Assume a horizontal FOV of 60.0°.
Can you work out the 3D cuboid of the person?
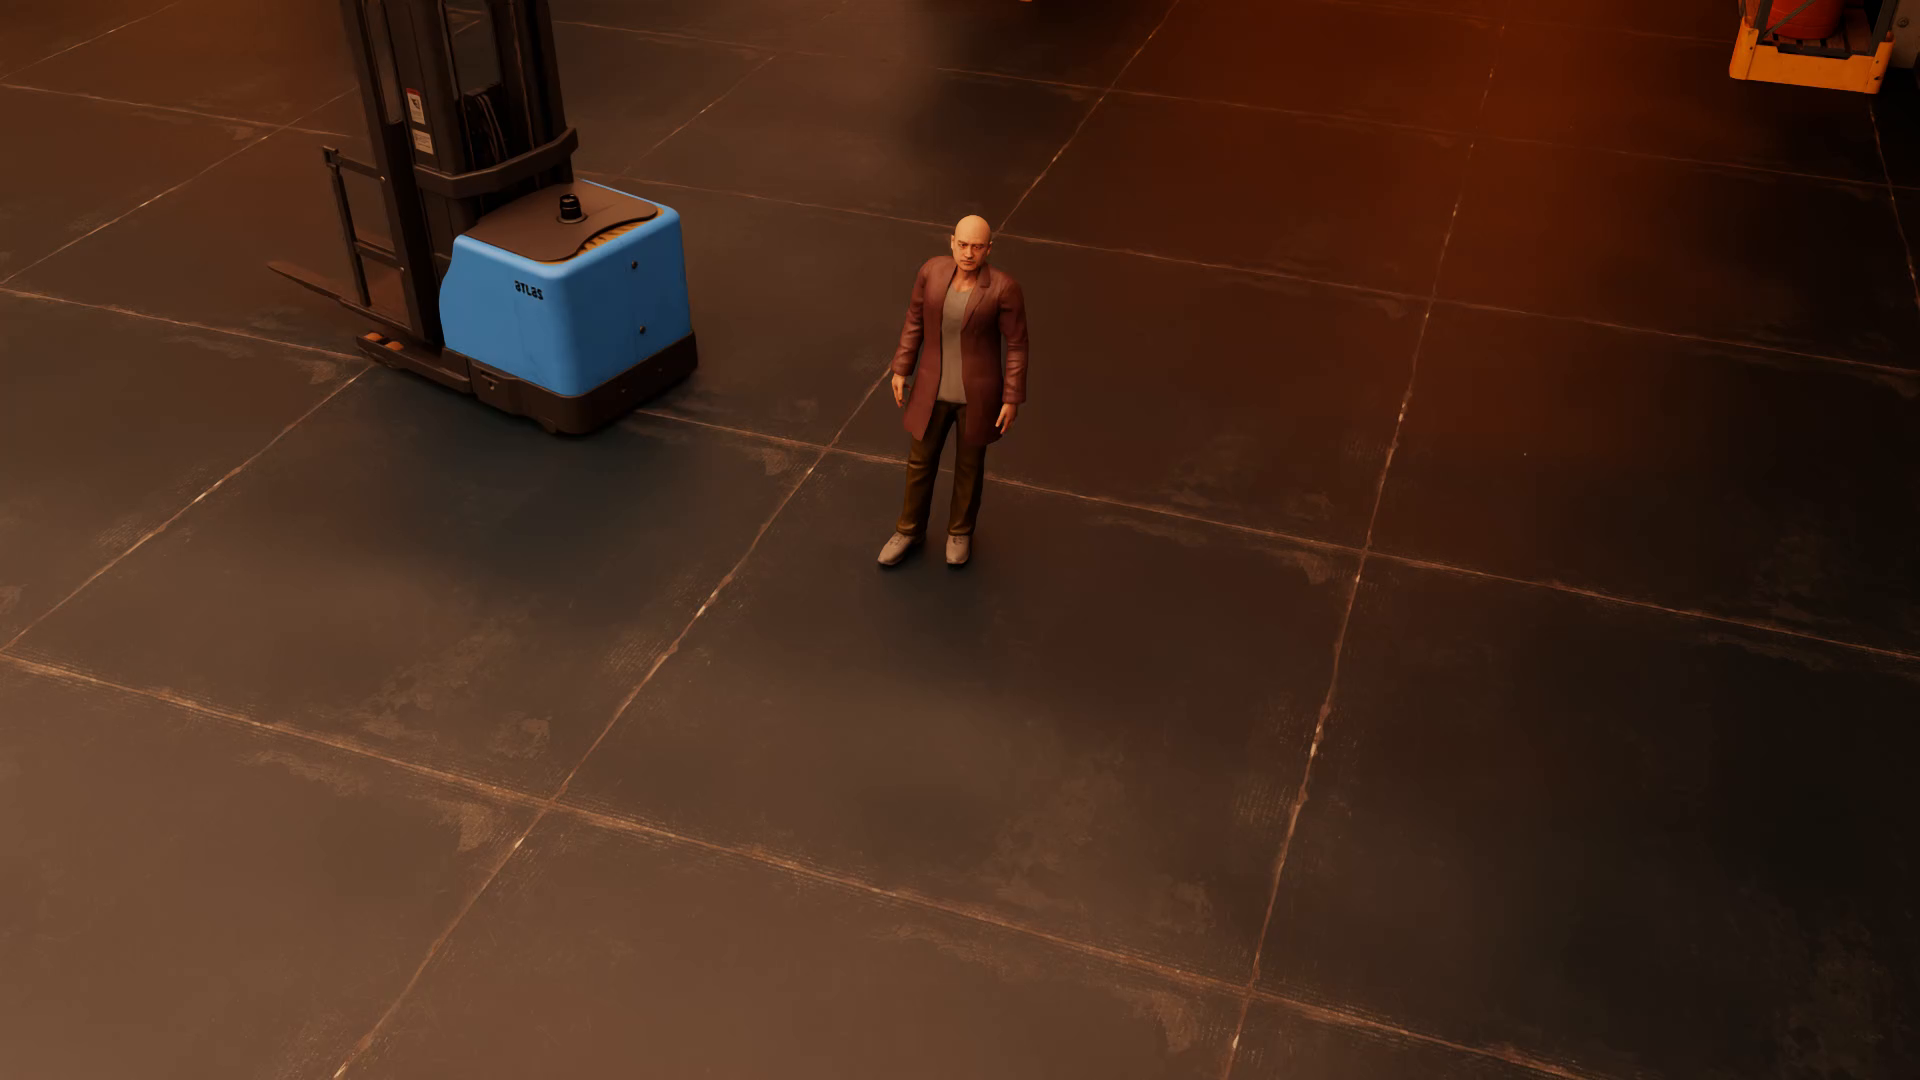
[{"bbox_3d":[-0.035,-0.682,8.058,0.696,1.775,0.582,12,37,16],"label":"person"}]

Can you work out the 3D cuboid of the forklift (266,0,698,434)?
[{"bbox_3d":[-3.074,-2.460,9.580,3.031,2.935,1.130,22,41,28],"label":"forklift"}]
